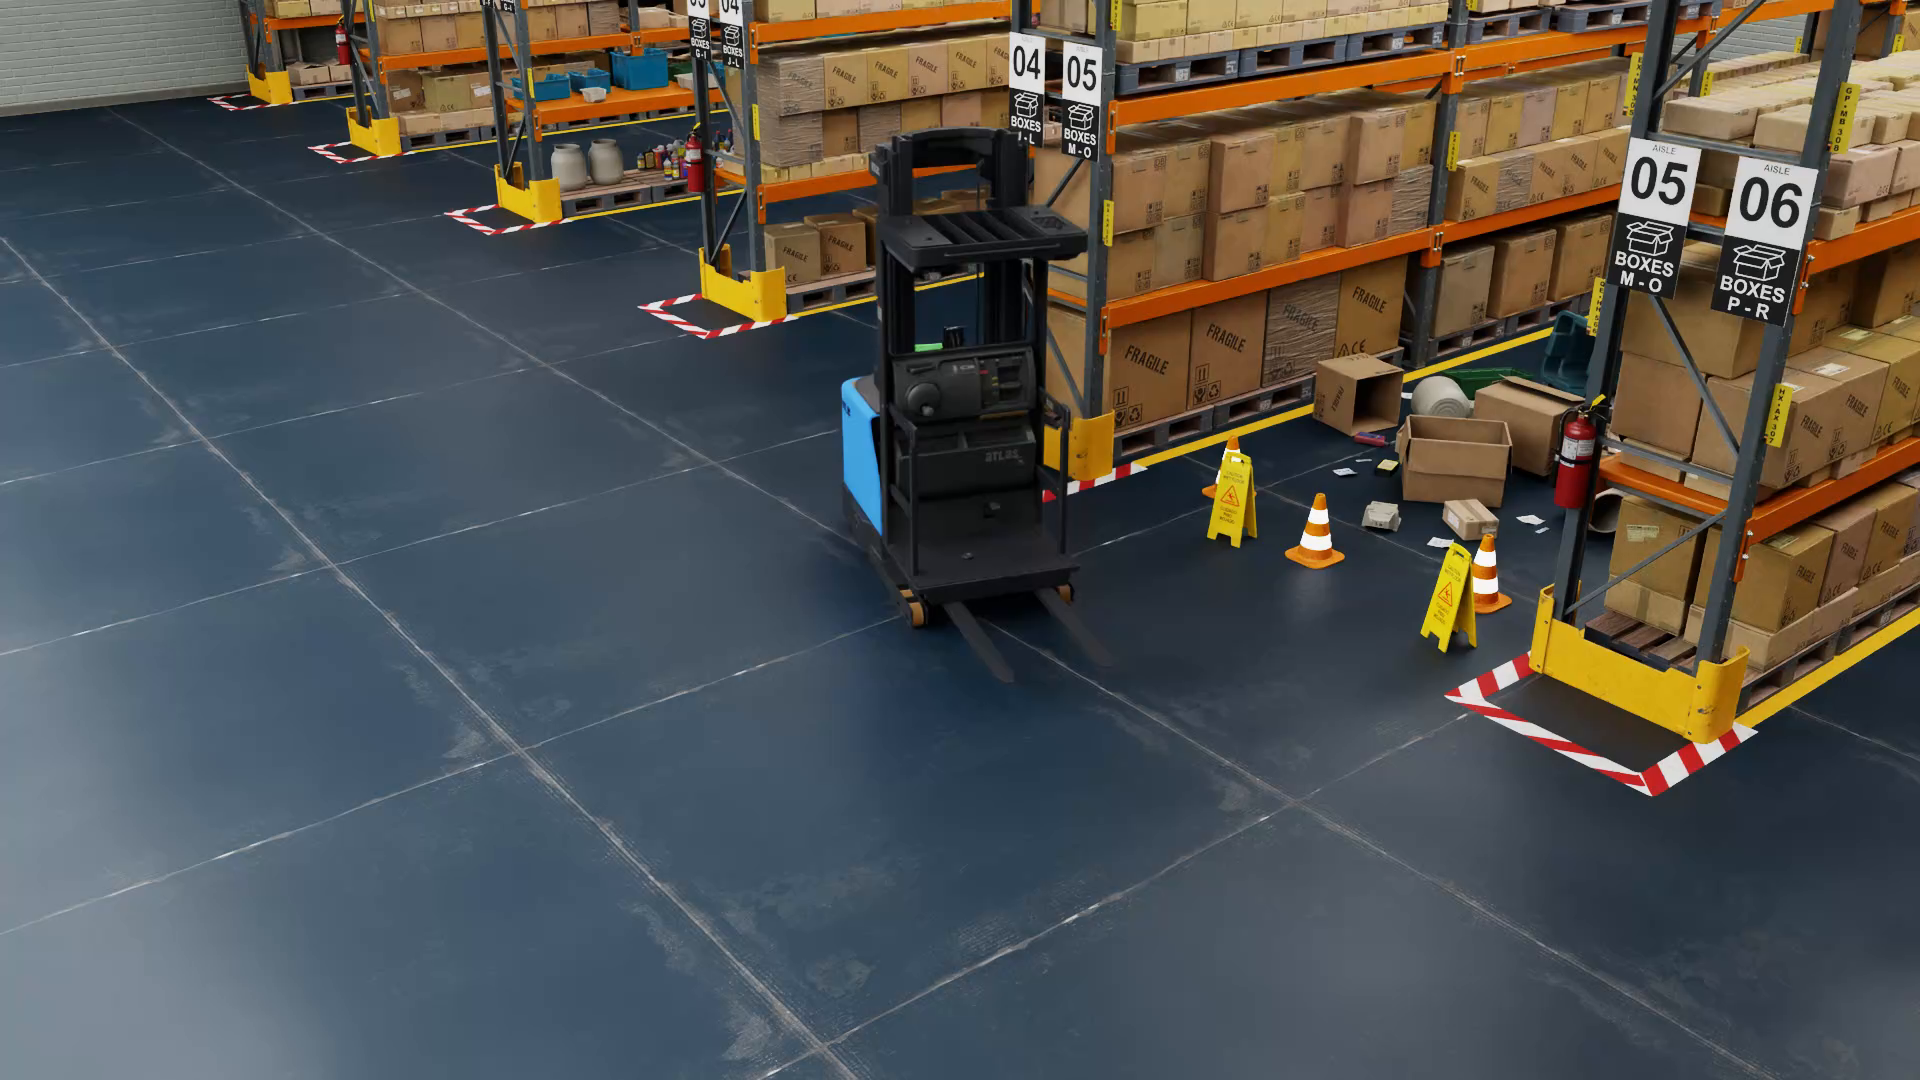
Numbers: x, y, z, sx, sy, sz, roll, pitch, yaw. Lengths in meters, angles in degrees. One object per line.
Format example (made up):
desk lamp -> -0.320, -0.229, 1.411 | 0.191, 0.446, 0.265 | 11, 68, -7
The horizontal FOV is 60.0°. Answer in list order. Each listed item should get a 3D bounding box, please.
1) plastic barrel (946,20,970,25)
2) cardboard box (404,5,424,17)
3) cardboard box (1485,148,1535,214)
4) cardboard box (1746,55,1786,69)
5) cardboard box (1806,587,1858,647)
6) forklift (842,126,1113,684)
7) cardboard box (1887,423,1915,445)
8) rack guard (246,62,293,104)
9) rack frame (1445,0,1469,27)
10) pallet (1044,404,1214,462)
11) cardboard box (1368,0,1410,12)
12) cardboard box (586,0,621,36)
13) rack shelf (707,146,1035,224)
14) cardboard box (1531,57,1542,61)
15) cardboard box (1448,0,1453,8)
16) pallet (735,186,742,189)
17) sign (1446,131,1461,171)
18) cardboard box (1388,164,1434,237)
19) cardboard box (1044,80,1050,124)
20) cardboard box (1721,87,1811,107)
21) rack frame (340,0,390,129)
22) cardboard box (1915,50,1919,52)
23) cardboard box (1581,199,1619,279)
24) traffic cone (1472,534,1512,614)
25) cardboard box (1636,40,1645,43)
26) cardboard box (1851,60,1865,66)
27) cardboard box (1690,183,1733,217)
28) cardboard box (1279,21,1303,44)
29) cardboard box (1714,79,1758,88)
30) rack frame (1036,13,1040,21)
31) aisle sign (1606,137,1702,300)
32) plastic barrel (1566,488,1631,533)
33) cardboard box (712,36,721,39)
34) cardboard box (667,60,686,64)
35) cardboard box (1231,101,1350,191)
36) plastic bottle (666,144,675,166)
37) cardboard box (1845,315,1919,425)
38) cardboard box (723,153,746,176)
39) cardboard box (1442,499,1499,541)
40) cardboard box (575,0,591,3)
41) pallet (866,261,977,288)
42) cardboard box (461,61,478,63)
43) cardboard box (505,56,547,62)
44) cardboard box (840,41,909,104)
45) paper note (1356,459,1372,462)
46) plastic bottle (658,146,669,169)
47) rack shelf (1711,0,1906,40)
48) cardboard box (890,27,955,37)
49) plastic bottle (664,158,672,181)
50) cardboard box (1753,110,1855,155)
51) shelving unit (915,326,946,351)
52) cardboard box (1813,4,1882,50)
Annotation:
plastic barrel -> -0.022, -7.033, 23.208 | 0.421, 0.512, 0.421 | 0, 25, 0
cardboard box -> -7.713, -7.433, 23.313 | 0.250, 0.149, 0.380 | -19, 31, -35
cardboard box -> 4.854, -3.305, 15.189 | 0.500, 0.500, 0.500 | -18, 30, -34
cardboard box -> 9.160, -5.415, 18.947 | 0.250, 0.149, 0.380 | -18, 30, -34
cardboard box -> 5.075, 0.381, 10.134 | 0.500, 0.250, 0.500 | -17, 30, -32
forklift -> 0.101, -0.961, 10.340 | 1.130, 2.935, 3.031 | -8, 26, -16
cardboard box -> 5.515, -0.722, 10.041 | 0.250, 0.149, 0.380 | -19, 31, -35
rack guard -> -11.361, -7.519, 27.358 | 0.348, 0.500, 1.175 | -18, 31, -34
rack frame -> 3.877, -5.802, 13.561 | 0.127, 3.000, 1.000 | -18, 31, -34
pallet -> 1.311, -1.010, 13.676 | 1.213, 0.211, 1.003 | -18, 31, -34
cardboard box -> 3.250, -4.400, 13.311 | 0.500, 0.250, 0.500 | -18, 31, -34
cardboard box -> -5.559, -7.960, 25.220 | 0.500, 0.500, 0.700 | -19, 31, -35
rack shelf -> -0.678, -3.904, 17.453 | 4.000, 0.370, 1.077 | -18, 31, -34
cardboard box -> 7.836, -6.749, 23.027 | 0.250, 0.149, 0.380 | -19, 31, -36
cardboard box -> 4.334, -4.845, 14.625 | 0.500, 0.250, 0.500 | -18, 30, -33
pallet -> -2.714, -4.965, 22.197 | 1.213, 0.211, 1.003 | -18, 31, -34
sign -> 4.221, -3.326, 14.230 | 0.005, 0.325, 0.100 | -18, 31, -34
cardboard box -> 3.594, -3.049, 14.578 | 0.550, 0.550, 0.875 | -18, 31, -34
cardboard box -> 0.504, -4.834, 18.130 | 0.500, 0.500, 0.875 | -18, 31, -34
cardboard box -> 4.364, -2.348, 9.035 | 0.250, 0.149, 0.380 | -19, 31, -35
rack frame -> -8.361, -6.993, 23.255 | 0.127, 3.000, 1.000 | -18, 31, -34
cardboard box -> 6.162, -2.959, 10.350 | 0.250, 0.149, 0.380 | -19, 31, -36
cardboard box -> 6.490, -3.161, 17.172 | 0.750, 0.750, 1.050 | -19, 31, -35
traffic cone -> 3.406, 0.184, 10.804 | 0.334, 0.463, 0.336 | -18, 31, -34
cardboard box -> 9.859, -7.418, 24.469 | 0.250, 0.149, 0.380 | -18, 30, -34
cardboard box -> 9.977, -5.336, 18.777 | 0.250, 0.149, 0.380 | -17, 30, -32
cardboard box -> 3.972, -1.860, 8.929 | 0.250, 0.149, 0.380 | -18, 30, -34
cardboard box -> 2.390, -3.901, 12.710 | 0.250, 0.149, 0.380 | -18, 30, -34
cardboard box -> 8.123, -4.723, 17.457 | 0.250, 0.149, 0.380 | -20, 31, -36
rack frame -> 1.082, -10.111, 29.972 | 0.127, 3.000, 1.000 | -18, 31, -34
aisle sign -> 3.636, -1.687, 8.734 | 0.004, 0.787, 0.394 | -18, 31, -34
plastic barrel -> 4.555, -0.297, 11.888 | 0.421, 0.421, 0.512 | 1, 25, 2
cardboard box -> -4.466, -10.074, 31.949 | 0.750, 0.750, 0.750 | -19, 31, -35
cardboard box -> -4.338, -7.383, 26.197 | 0.500, 0.311, 0.500 | -19, 31, -35
cardboard box -> 2.695, -3.278, 13.788 | 0.550, 0.550, 0.875 | -18, 31, -34
plastic bottle -> -3.809, -5.030, 21.739 | 0.135, 0.276, 0.152 | -19, 31, -35
cardboard box -> 5.608, -1.042, 9.961 | 0.500, 0.500, 0.500 | -19, 31, -35
cardboard box -> -2.155, -3.739, 16.542 | 0.250, 0.149, 0.380 | -18, 31, -34
cardboard box -> 3.648, -0.144, 11.884 | 0.250, 0.149, 0.380 | -3, 25, -7
cardboard box -> -5.696, -8.098, 24.746 | 0.250, 0.149, 0.380 | -19, 31, -35
pallet -> -0.571, -2.980, 17.920 | 1.213, 0.211, 1.003 | -18, 31, -34
cardboard box -> -8.676, -8.438, 29.211 | 0.380, 0.166, 0.250 | 22, 33, 39
cardboard box -> -6.559, -7.039, 25.231 | 0.500, 0.500, 0.500 | -18, 31, -34
cardboard box -> -0.860, -4.655, 16.557 | 0.500, 0.500, 0.500 | -18, 31, -34
paper note -> 3.178, -0.627, 13.089 | 0.123, 0.001, 0.032 | -3, 25, -7
plastic bottle -> -3.852, -4.963, 21.584 | 0.133, 0.283, 0.061 | -18, 31, -34
rack shelf -> 8.599, -5.673, 17.703 | 4.000, 0.370, 1.077 | -18, 31, -34
cardboard box -> -0.401, -5.091, 17.496 | 0.500, 0.500, 0.500 | -18, 31, -34
plastic bottle -> -3.689, -4.681, 20.992 | 0.097, 0.271, 0.097 | 0, 25, 0
cardboard box -> 4.269, -2.061, 8.416 | 0.250, 0.149, 0.380 | -19, 31, -34
shelving unit -> -0.292, -0.968, 12.372 | 0.503, 1.200, 0.258 | -6, 9, -12
cardboard box -> 10.376, -6.004, 19.464 | 0.500, 0.500, 0.500 | -20, 31, -36
